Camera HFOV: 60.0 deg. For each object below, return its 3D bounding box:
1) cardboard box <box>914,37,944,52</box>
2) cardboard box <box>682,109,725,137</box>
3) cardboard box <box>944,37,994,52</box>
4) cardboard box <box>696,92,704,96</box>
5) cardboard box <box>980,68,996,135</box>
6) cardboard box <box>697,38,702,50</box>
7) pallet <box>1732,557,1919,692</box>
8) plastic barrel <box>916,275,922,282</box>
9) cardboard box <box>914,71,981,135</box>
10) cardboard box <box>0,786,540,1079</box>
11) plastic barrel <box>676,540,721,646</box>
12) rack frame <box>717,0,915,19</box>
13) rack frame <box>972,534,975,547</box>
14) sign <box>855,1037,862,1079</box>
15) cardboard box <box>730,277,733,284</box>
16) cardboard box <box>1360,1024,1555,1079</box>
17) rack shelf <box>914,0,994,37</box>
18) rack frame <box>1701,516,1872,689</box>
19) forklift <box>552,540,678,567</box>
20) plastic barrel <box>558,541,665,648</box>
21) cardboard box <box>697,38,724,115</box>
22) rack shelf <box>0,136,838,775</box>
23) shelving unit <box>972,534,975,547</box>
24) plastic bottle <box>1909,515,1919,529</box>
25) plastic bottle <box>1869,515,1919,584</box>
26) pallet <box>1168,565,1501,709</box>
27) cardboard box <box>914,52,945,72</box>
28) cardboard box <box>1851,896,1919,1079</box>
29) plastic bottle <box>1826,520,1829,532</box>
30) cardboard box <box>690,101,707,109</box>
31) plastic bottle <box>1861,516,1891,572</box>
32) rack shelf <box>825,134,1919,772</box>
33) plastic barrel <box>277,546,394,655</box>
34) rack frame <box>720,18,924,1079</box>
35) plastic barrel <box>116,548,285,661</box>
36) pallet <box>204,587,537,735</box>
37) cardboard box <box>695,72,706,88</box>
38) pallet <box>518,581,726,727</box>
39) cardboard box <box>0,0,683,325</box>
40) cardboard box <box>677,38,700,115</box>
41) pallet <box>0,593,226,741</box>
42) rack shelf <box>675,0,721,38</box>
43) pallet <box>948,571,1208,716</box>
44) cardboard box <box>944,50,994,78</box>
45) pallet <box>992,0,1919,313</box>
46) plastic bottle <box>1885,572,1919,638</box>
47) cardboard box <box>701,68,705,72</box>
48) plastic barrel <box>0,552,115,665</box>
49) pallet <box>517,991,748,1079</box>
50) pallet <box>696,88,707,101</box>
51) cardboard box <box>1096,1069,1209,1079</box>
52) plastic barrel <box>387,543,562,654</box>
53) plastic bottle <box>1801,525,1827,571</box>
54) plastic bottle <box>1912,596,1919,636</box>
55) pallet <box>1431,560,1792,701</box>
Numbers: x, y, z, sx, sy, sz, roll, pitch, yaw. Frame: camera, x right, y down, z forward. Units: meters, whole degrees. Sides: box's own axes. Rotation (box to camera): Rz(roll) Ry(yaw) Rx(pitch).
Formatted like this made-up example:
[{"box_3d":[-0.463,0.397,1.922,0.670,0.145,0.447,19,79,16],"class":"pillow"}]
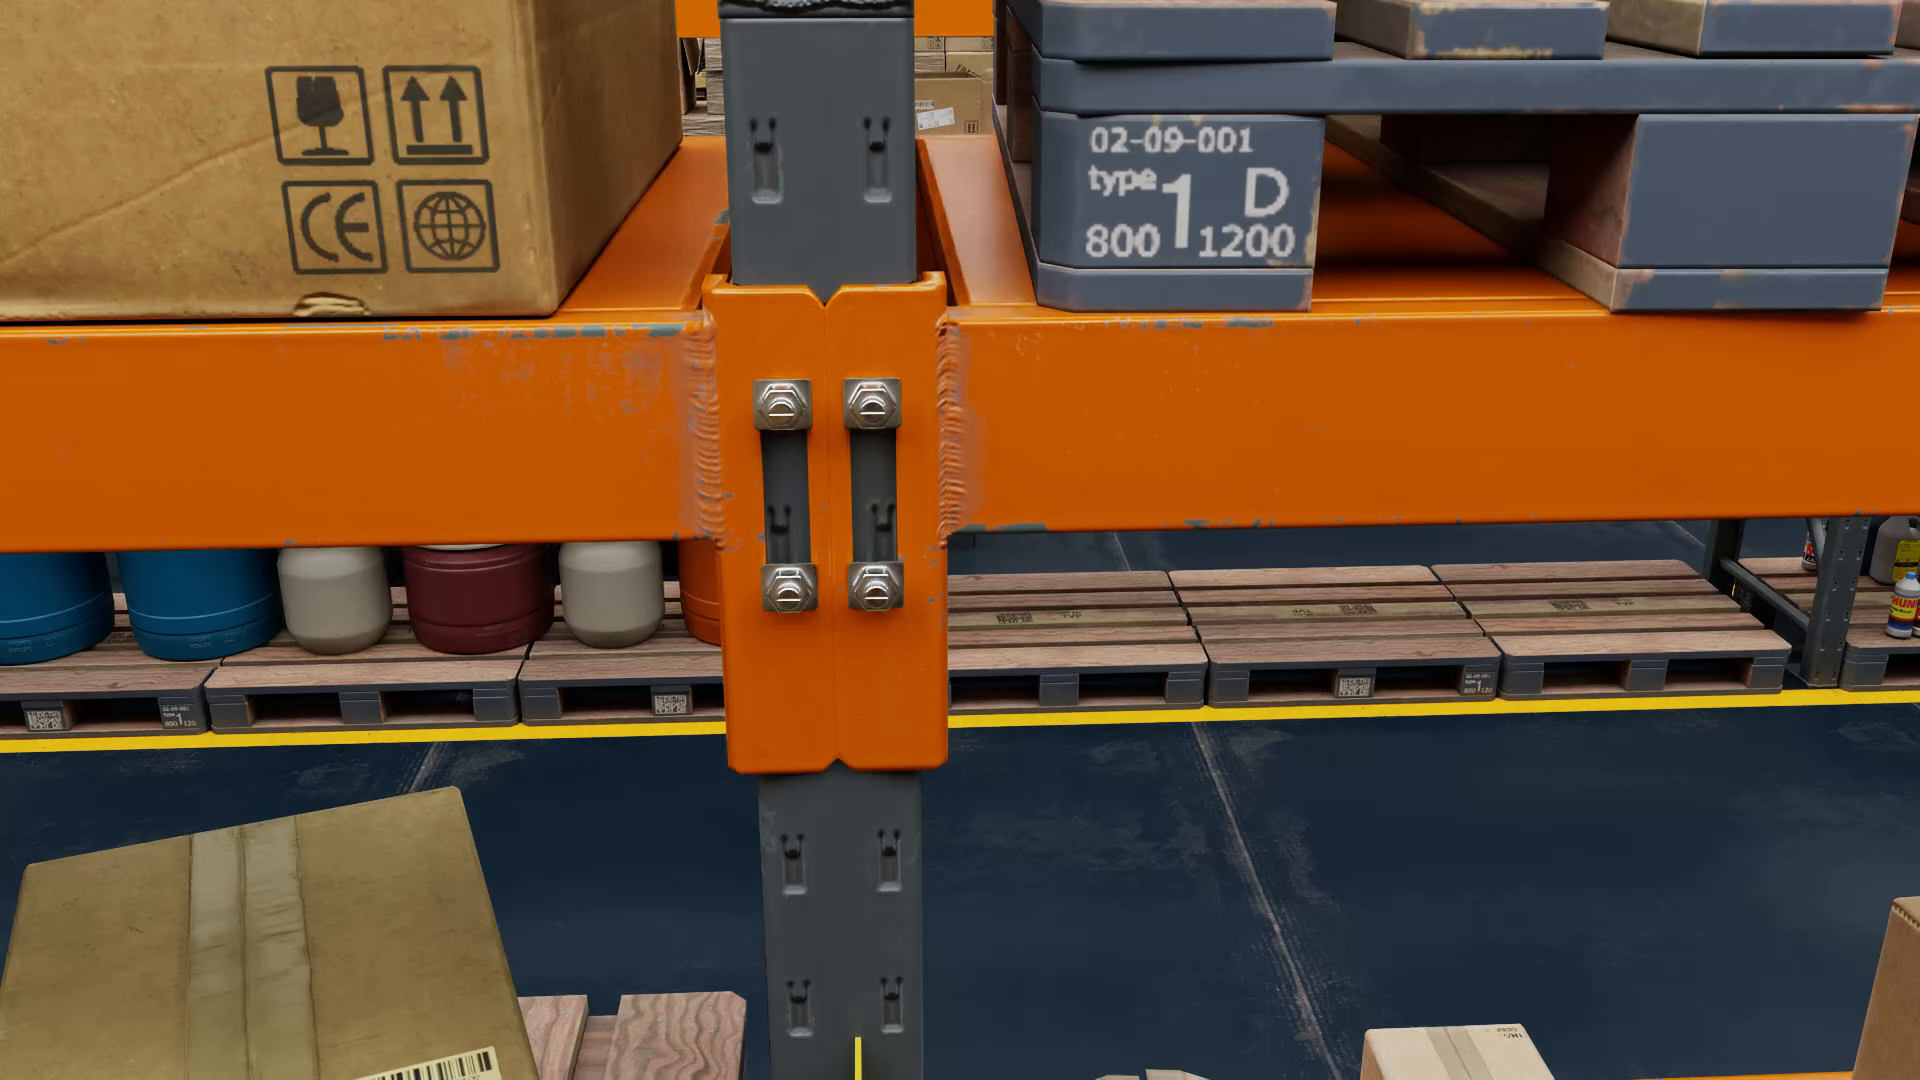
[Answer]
[{"box_3d":[-0.417,-4.916,15.773,0.500,0.500,0.700,-1,21,-3],"class":"cardboard box"},{"box_3d":[-1.660,-2.574,11.024,0.500,0.500,0.500,-1,21,-4],"class":"cardboard box"},{"box_3d":[0.088,-4.927,15.801,0.500,0.500,0.700,-1,21,-4],"class":"cardboard box"},{"box_3d":[-2.834,-5.355,20.867,0.875,0.875,0.875,-1,21,-2],"class":"cardboard box"},{"box_3d":[0.405,-2.948,11.417,0.500,0.500,0.700,2,21,5],"class":"cardboard box"},{"box_3d":[-2.348,-4.562,15.314,0.250,0.149,0.380,-1,21,-3],"class":"cardboard box"},{"box_3d":[4.266,0.350,7.406,1.213,0.211,1.003,-1,21,-3],"class":"pallet"},{"box_3d":[0.046,-1.054,6.983,0.708,0.536,0.600,-1,21,-3],"class":"plastic barrel"},{"box_3d":[-0.146,-2.901,11.294,0.500,0.500,0.500,-4,21,-10],"class":"cardboard box"},{"box_3d":[-0.744,0.696,1.846,0.500,0.500,0.700,-8,22,-21],"class":"cardboard box"},{"box_3d":[-0.888,-0.039,6.969,0.708,0.830,0.600,-1,21,-3],"class":"plastic barrel"},{"box_3d":[-0.121,-1.917,1.010,0.127,3.000,1.000,-1,21,-3],"class":"rack frame"},{"box_3d":[0.068,-0.492,8.438,0.008,1.050,0.200,-1,21,-3],"class":"rack frame"},{"box_3d":[-0.081,0.575,1.380,0.005,0.325,0.100,-1,21,-3],"class":"sign"},{"box_3d":[-1.373,-1.830,11.607,0.875,0.875,1.225,-2,21,-6],"class":"cardboard box"},{"box_3d":[0.761,0.887,2.428,0.250,0.149,0.380,-1,21,-3],"class":"cardboard box"},{"box_3d":[1.596,-1.980,6.400,4.000,0.370,1.077,-1,21,-3],"class":"rack shelf"},{"box_3d":[3.593,-0.955,6.913,0.127,3.000,1.000,-1,21,-3],"class":"rack frame"},{"box_3d":[-2.335,-1.360,8.073,3.031,2.935,1.130,-2,21,-5],"class":"forklift"},{"box_3d":[-1.447,0.152,6.912,0.421,0.512,0.421,0,21,0],"class":"plastic barrel"},{"box_3d":[-1.414,-3.139,11.101,0.637,0.503,0.797,0,21,-1],"class":"cardboard box"},{"box_3d":[-2.118,-0.139,1.565,4.000,0.370,1.077,-1,21,-3],"class":"rack shelf"},{"box_3d":[-0.053,-0.490,8.431,0.252,1.050,0.215,-1,21,-3],"class":"shelving unit"},{"box_3d":[4.411,-0.042,7.619,0.185,0.351,0.144,-2,21,-6],"class":"plastic bottle"},{"box_3d":[4.228,0.013,7.475,0.185,0.351,0.144,-1,21,-3],"class":"plastic bottle"},{"box_3d":[1.590,0.404,7.263,1.213,0.211,1.003,-1,21,-3],"class":"pallet"},{"box_3d":[-0.402,-4.357,15.708,0.500,0.500,0.500,-1,21,-2],"class":"cardboard box"},{"box_3d":[1.553,0.800,2.165,0.500,0.500,0.500,-2,21,-6],"class":"cardboard box"},{"box_3d":[4.054,-0.018,7.651,0.133,0.283,0.061,0,21,0],"class":"plastic bottle"},{"box_3d":[-1.699,-2.755,11.501,0.500,0.500,0.500,-2,21,-5],"class":"cardboard box"},{"box_3d":[4.220,-0.038,7.609,0.185,0.351,0.144,-2,21,-4],"class":"plastic bottle"},{"box_3d":[1.875,-0.220,1.779,4.000,0.370,1.077,-1,21,-3],"class":"rack shelf"},{"box_3d":[-2.574,0.175,6.852,0.421,0.512,0.421,0,21,0],"class":"plastic barrel"},{"box_3d":[-0.121,0.886,2.078,0.127,3.000,1.000,-1,21,-3],"class":"rack frame"},{"box_3d":[-3.143,-0.027,6.836,0.708,0.901,0.600,-1,21,-3],"class":"plastic barrel"},{"box_3d":[-2.400,0.484,7.052,1.213,0.211,1.003,-1,21,-3],"class":"pallet"},{"box_3d":[-2.354,-4.283,15.417,0.250,0.149,0.380,-2,21,-5],"class":"cardboard box"},{"box_3d":[-1.185,0.461,7.115,1.213,0.211,1.003,-1,21,-3],"class":"pallet"},{"box_3d":[-0.555,-0.542,1.471,0.500,0.500,0.910,-1,21,-3],"class":"cardboard box"},{"box_3d":[-2.065,-3.127,11.068,0.637,0.503,0.797,-1,21,-2],"class":"cardboard box"},{"box_3d":[-3.621,0.510,6.984,1.213,0.211,1.003,-1,21,-3],"class":"pallet"},{"box_3d":[-2.397,-1.898,6.187,4.000,0.370,1.077,-1,21,-3],"class":"rack shelf"},{"box_3d":[0.375,0.428,7.201,1.213,0.211,1.003,-1,21,-3],"class":"pallet"},{"box_3d":[0.106,-4.368,15.738,0.500,0.500,0.500,-1,21,-4],"class":"cardboard box"},{"box_3d":[0.551,-0.473,1.697,1.003,0.211,1.213,0,21,-1],"class":"pallet"},{"box_3d":[3.936,0.264,6.928,0.097,0.271,0.097,0,21,0],"class":"plastic bottle"},{"box_3d":[-2.360,-4.422,15.363,0.250,0.149,0.380,-1,21,-3],"class":"cardboard box"},{"box_3d":[-3.850,-0.013,6.798,0.708,0.901,0.600,-1,21,-3],"class":"plastic barrel"},{"box_3d":[-0.794,1.015,2.010,1.003,0.211,1.213,-1,21,-3],"class":"pallet"},{"box_3d":[-2.839,-4.252,15.844,1.213,0.211,1.003,-1,21,-3],"class":"pallet"},{"box_3d":[0.244,0.936,2.072,0.500,0.311,0.500,0,21,0],"class":"cardboard box"},{"box_3d":[-2.015,0.096,6.952,0.708,0.588,0.600,-1,21,-3],"class":"plastic barrel"},{"box_3d":[3.937,0.029,7.643,0.097,0.201,0.097,0,21,0],"class":"plastic bottle"},{"box_3d":[4.038,0.295,6.946,0.097,0.201,0.097,0,21,0],"class":"plastic bottle"},{"box_3d":[2.811,0.378,7.331,1.213,0.211,1.003,-1,21,-3],"class":"pallet"}]
